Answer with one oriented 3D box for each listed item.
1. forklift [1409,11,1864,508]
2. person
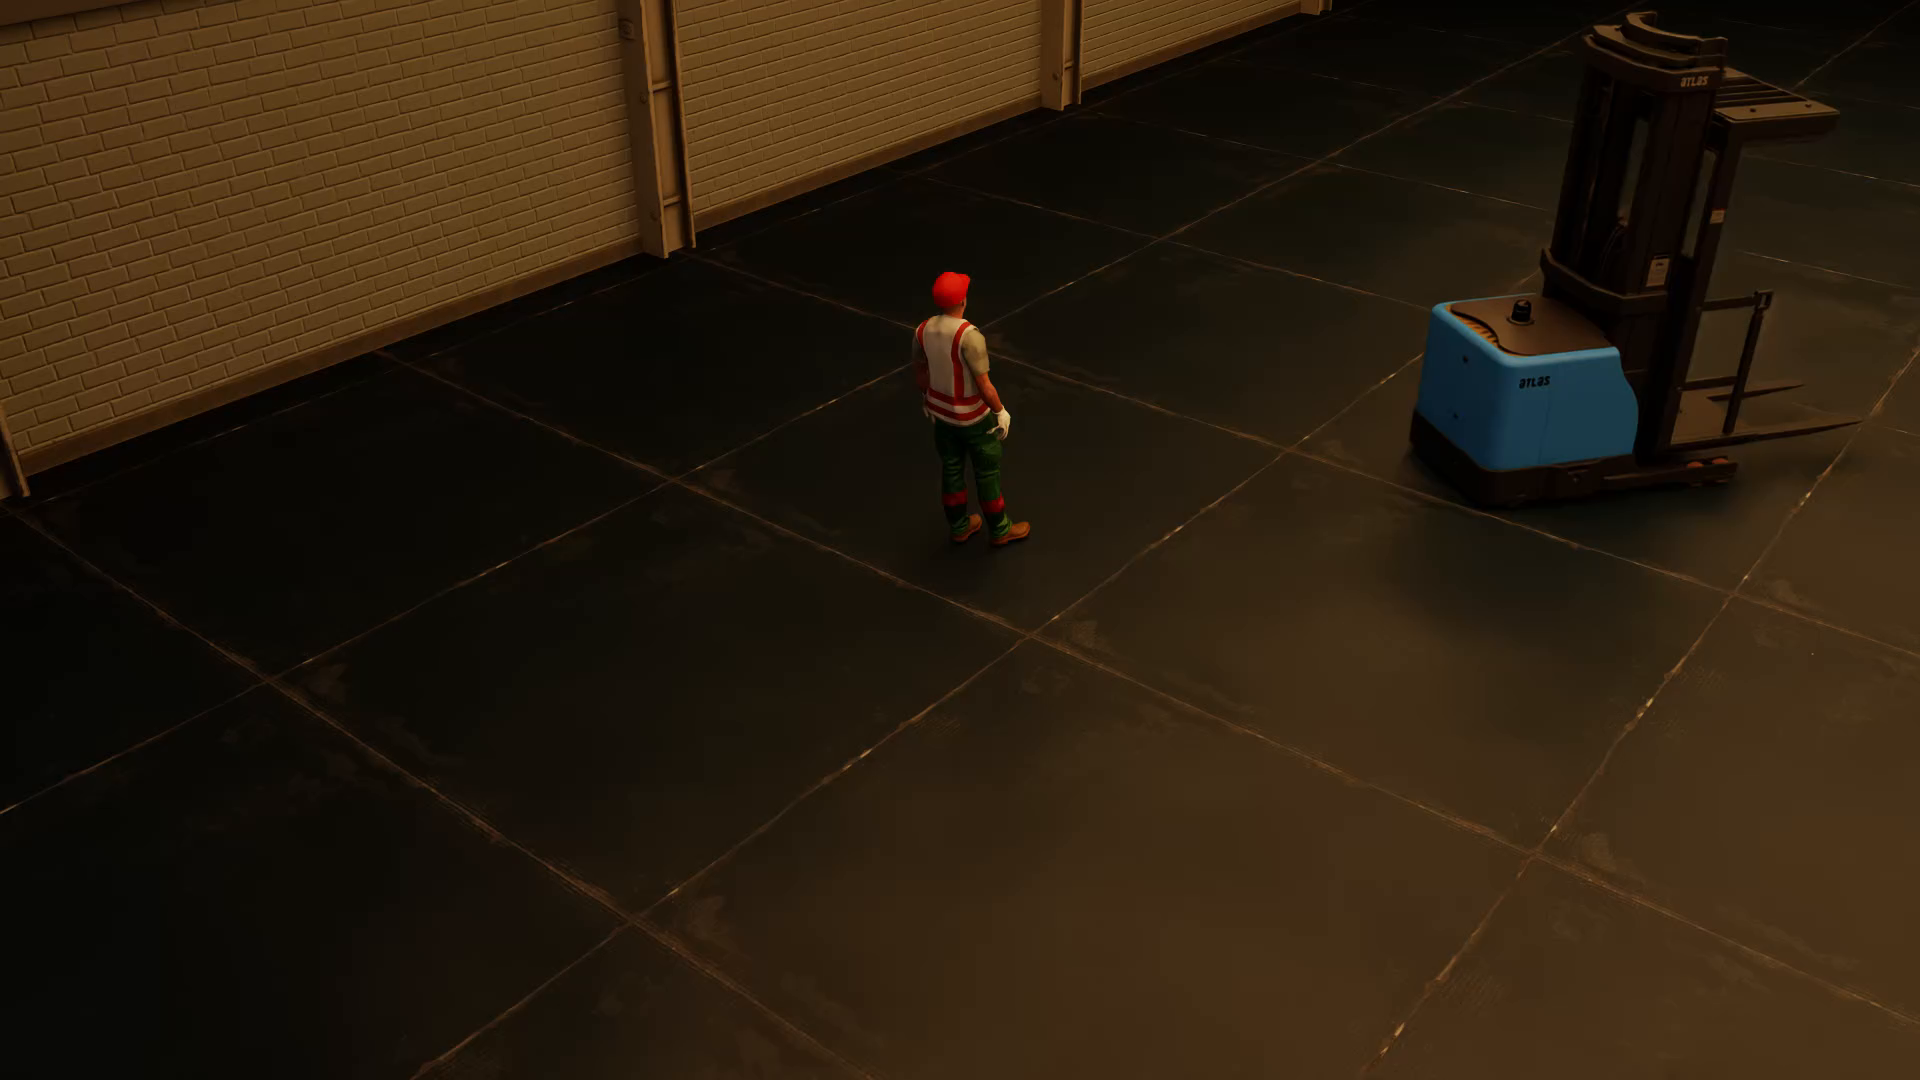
[{"bbox_3d":[4.695,-1.870,10.796,3.031,2.935,1.130,-8,31,-13],"label":"forklift"},{"bbox_3d":[0.060,-0.806,10.092,0.637,1.787,0.564,22,37,33],"label":"person"}]
